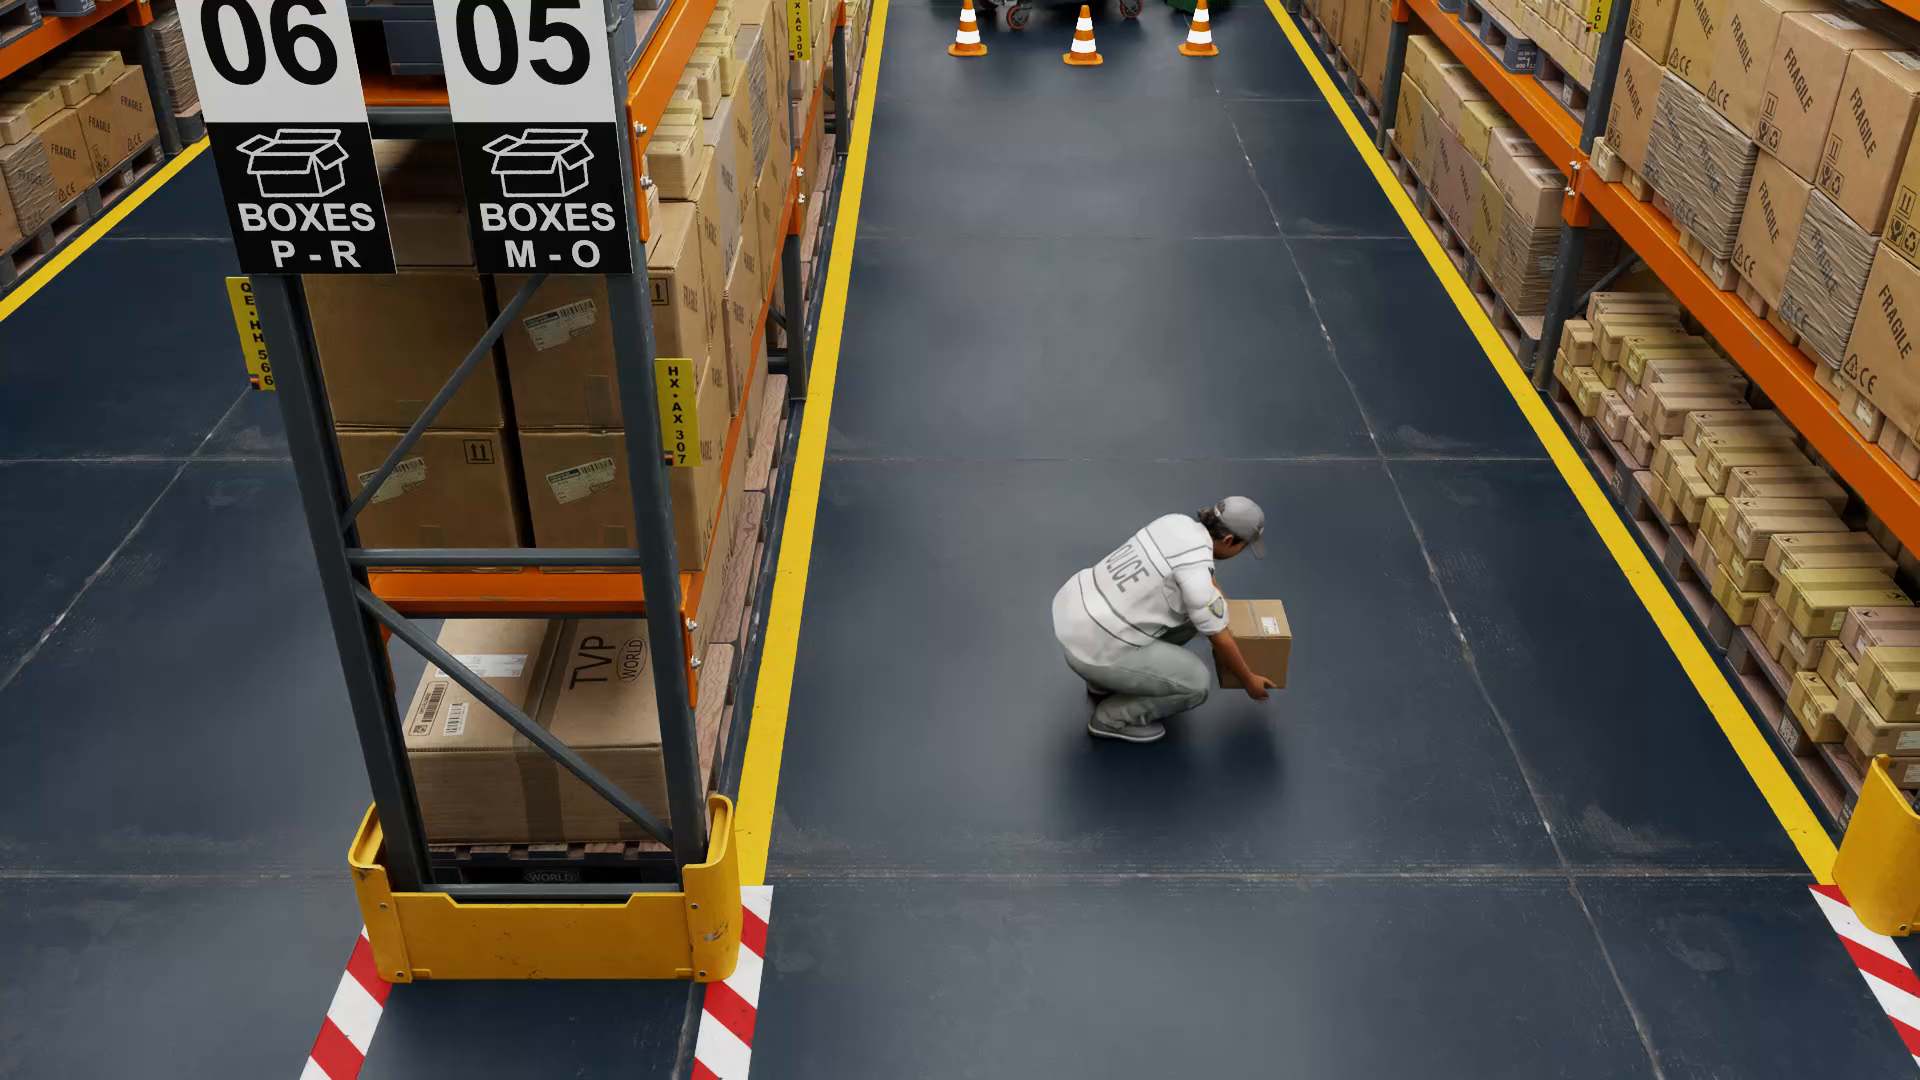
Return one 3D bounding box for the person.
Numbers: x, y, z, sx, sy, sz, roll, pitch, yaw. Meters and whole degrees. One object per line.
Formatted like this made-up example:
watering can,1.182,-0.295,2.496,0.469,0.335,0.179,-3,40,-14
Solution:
person,0.785,0.281,6.374,0.860,0.952,0.519,-1,32,-1
